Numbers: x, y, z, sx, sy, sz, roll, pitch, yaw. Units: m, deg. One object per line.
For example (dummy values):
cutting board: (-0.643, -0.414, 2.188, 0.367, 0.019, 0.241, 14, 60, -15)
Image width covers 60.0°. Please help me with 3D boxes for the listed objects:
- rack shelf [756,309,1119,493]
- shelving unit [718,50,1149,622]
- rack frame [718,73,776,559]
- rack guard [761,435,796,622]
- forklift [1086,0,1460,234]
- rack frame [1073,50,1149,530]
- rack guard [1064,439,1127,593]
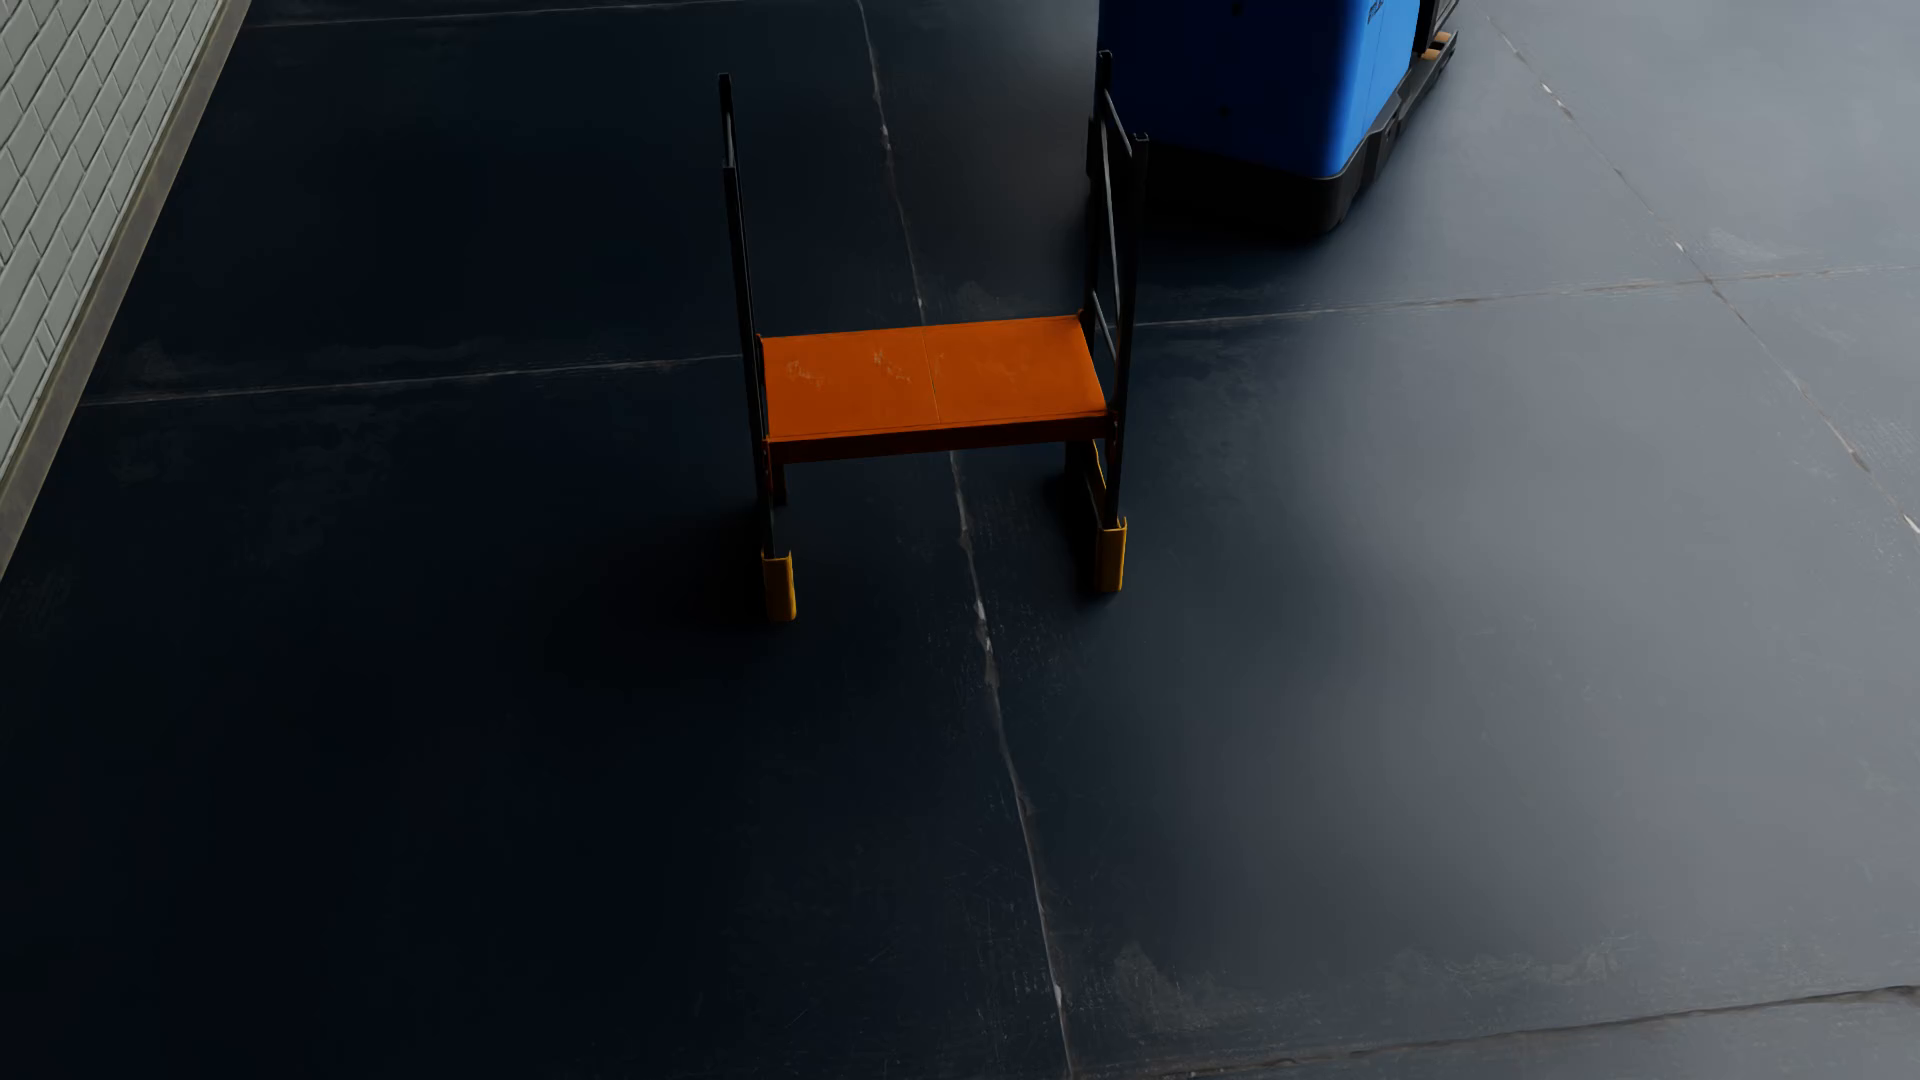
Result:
rack shelf: (-0.085, -0.416, 4.860, 1.000, 0.185, 0.538, -5, 42, -6)
shelving unit: (-0.076, -0.550, 4.740, 1.083, 1.500, 0.587, -5, 42, -6)
rack frame: (-0.589, -0.505, 4.691, 0.032, 1.500, 0.500, -5, 42, -6)
rack guard: (-0.569, -0.043, 5.111, 0.087, 0.250, 0.587, -5, 42, -6)
forklift: (1.628, -3.262, 6.678, 1.130, 2.935, 3.031, 19, 45, 19)
rack frame: (0.419, -0.594, 4.788, 0.032, 1.500, 0.500, -5, 42, -6)
rack guard: (0.418, -0.129, 5.207, 0.087, 0.250, 0.587, -5, 42, -6)
